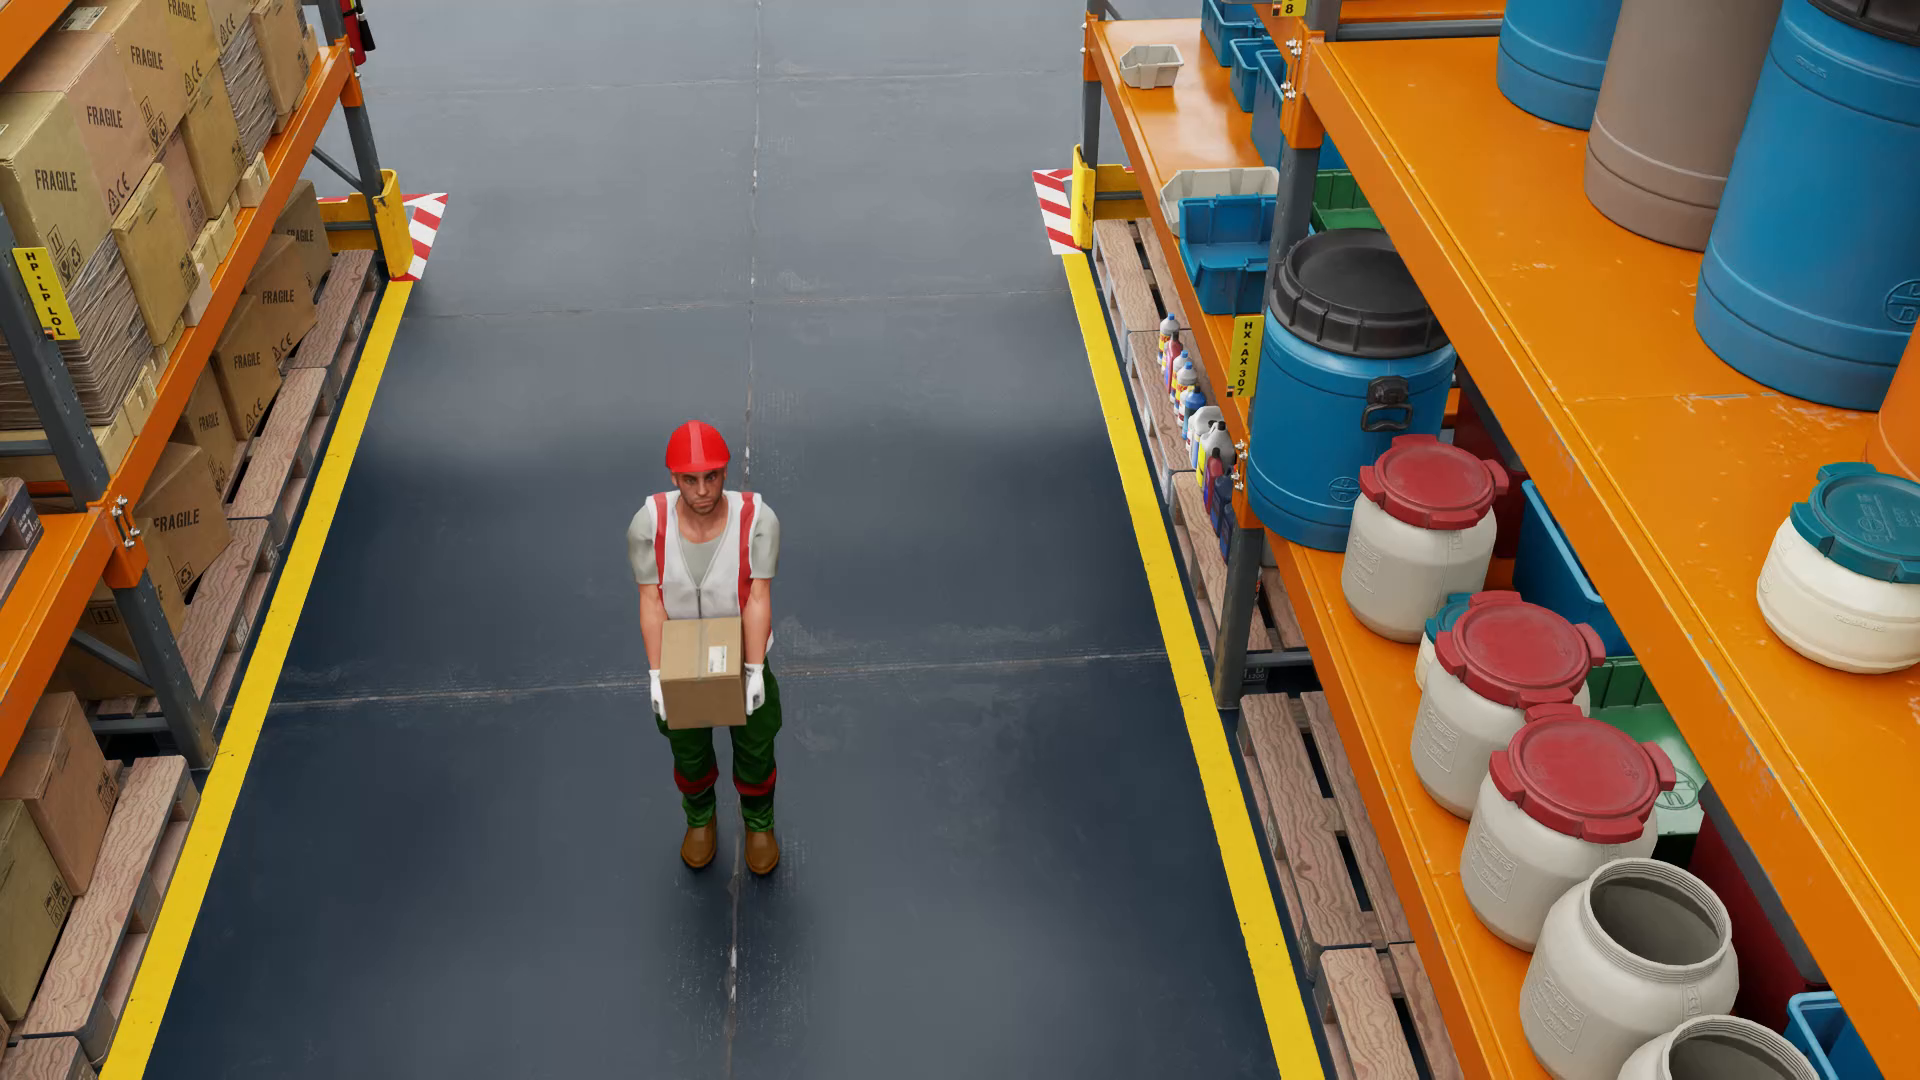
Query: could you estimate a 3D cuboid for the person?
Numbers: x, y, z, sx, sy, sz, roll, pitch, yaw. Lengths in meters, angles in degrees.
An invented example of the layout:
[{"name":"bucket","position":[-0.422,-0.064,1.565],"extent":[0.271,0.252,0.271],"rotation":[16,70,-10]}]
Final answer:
[{"name":"person","position":[-0.820,0.446,5.585],"extent":[0.493,1.782,0.564],"rotation":[-3,39,-4]}]
